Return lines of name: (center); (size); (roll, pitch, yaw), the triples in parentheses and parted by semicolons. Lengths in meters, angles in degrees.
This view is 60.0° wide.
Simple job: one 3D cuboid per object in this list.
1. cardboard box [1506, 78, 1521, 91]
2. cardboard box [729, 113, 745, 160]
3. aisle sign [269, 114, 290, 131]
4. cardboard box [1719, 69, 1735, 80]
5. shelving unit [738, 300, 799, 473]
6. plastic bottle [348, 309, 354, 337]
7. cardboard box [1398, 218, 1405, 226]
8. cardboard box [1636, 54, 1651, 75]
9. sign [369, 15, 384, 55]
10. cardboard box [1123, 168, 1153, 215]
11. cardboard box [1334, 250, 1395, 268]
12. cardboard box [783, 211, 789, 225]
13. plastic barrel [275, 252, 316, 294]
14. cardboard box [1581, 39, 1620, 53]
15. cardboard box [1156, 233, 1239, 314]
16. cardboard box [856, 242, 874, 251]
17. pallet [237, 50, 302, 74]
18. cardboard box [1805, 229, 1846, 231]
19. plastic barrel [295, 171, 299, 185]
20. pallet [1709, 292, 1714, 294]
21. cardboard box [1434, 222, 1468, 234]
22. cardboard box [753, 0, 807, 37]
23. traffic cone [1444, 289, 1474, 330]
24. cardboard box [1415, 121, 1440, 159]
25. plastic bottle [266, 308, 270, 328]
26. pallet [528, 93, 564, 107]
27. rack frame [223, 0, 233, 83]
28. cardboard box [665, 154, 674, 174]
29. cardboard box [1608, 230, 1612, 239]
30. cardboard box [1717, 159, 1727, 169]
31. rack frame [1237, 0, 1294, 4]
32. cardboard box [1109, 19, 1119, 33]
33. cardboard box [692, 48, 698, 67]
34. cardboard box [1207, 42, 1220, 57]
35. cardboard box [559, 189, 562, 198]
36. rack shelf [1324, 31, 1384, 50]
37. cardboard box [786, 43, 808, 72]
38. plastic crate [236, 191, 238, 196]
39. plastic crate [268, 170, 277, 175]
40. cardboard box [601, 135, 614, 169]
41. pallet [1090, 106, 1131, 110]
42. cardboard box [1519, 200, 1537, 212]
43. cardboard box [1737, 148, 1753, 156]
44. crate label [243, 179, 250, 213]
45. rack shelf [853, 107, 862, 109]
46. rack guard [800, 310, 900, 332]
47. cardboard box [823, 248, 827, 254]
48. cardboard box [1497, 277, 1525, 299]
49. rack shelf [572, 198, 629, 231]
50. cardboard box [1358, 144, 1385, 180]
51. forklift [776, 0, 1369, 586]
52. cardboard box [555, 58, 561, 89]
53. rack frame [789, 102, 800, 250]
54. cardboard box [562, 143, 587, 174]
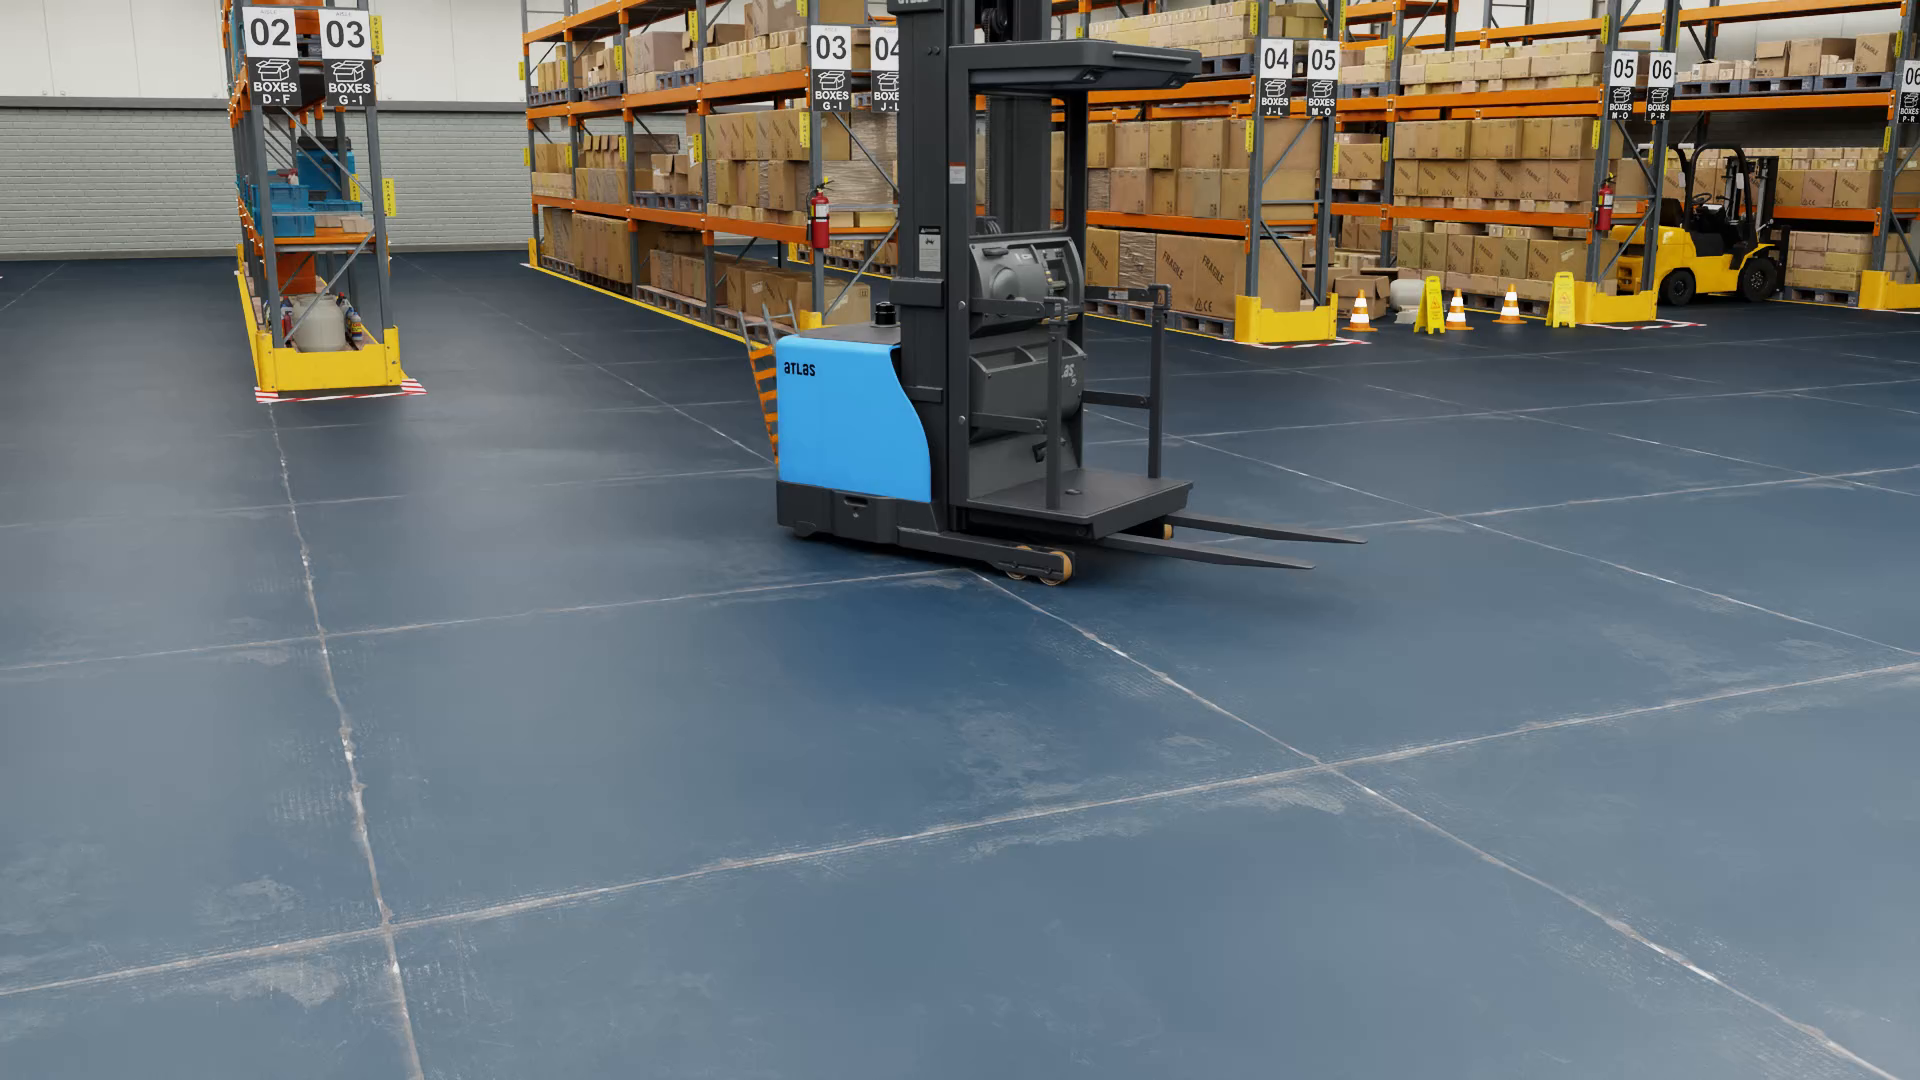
cardboard box: (7.218, -5.817, 21.254); (0.380, 0.149, 0.250); (-6, 14, -25)
cardboard box: (-2.229, -4.452, 18.353); (0.500, 0.500, 0.500); (-6, 14, -23)
aisle sign: (-11.683, -7.433, 28.569); (0.394, 0.787, 0.004); (-6, 14, -23)
cardboard box: (11.258, -6.751, 24.138); (0.380, 0.149, 0.250); (-5, 14, -21)
shelving unit: (-0.958, -0.737, 9.380); (0.189, 1.200, 0.258); (-12, 4, 38)
plastic bottle: (-6.092, -2.178, 16.705); (0.097, 0.271, 0.097); (0, 13, 0)
cardboard box: (8.460, -5.978, 31.220); (0.380, 0.149, 0.250); (-6, 14, -23)
cardboard box: (8.147, -5.823, 20.399); (0.500, 0.250, 0.500); (-6, 14, -24)
sign: (-5.008, -4.334, 14.272); (0.100, 0.325, 0.005); (-6, 14, -23)
cardboard box: (2.516, -4.285, 20.398); (0.875, 0.550, 0.550); (-6, 14, -23)
cardboard box: (5.999, -4.169, 25.128); (0.950, 0.372, 0.625); (-5, 14, -19)
cardboard box: (-1.612, -3.337, 17.191); (0.380, 0.149, 0.250); (-6, 14, -23)
plastic barrel: (-8.930, -3.719, 22.169); (0.600, 0.830, 0.708); (-6, 14, -23)
cardboard box: (7.699, -5.933, 19.988); (0.380, 0.149, 0.250); (-5, 14, -22)
cardboard box: (2.923, -3.179, 19.735); (0.875, 0.875, 0.875); (-6, 14, -24)
cardboard box: (-1.615, -5.170, 29.289); (0.380, 0.149, 0.250); (-5, 14, -22)
pallet: (-6.737, -4.875, 17.048); (1.213, 0.211, 1.003); (-6, 14, -23)
cardboard box: (12.238, -4.287, 23.689); (0.500, 0.250, 0.500); (-6, 14, -23)
plastic barrel: (-7.298, -3.930, 18.895); (0.433, 0.535, 0.433); (0, 13, 0)
pallet: (11.329, -3.911, 25.300); (1.003, 0.211, 1.213); (-6, 14, -23)
cardboard box: (6.694, -4.251, 22.651); (0.380, 0.149, 0.250); (-5, 14, -21)
cardboard box: (-1.828, -5.463, 17.179); (0.500, 0.500, 0.500); (-6, 14, -23)
traffic cone: (5.870, -2.728, 19.631); (0.336, 0.463, 0.334); (-6, 14, -23)
cardboard box: (6.665, -5.451, 22.672); (0.700, 0.500, 0.500); (-6, 14, -23)
plastic bottle: (-6.852, -2.200, 16.624); (0.144, 0.351, 0.185); (-5, 14, -21)
pallet: (-7.078, -7.839, 29.630); (1.003, 0.211, 1.213); (-6, 14, -23)
rack frame: (-10.321, -8.222, 24.436); (1.000, 3.000, 0.127); (-6, 14, -23)
cardboard box: (-3.612, -4.959, 22.490); (0.700, 0.500, 0.500); (-3, 13, -15)
cardboard box: (10.830, -4.592, 26.394); (0.875, 0.625, 0.625); (-5, 14, -20)
cardboard box: (11.305, -5.496, 24.304); (0.380, 0.149, 0.250); (-6, 14, -24)
rack frame: (4.900, -8.738, 26.666); (1.000, 3.000, 0.127); (-6, 14, -23)
cardboard box: (2.046, -6.291, 20.380); (0.380, 0.149, 0.250); (-6, 14, -23)
cardboard box: (-3.046, -5.879, 20.334); (0.396, 0.266, 0.258); (-5, 14, -21)
cardboard box: (2.962, -5.430, 18.429); (0.380, 0.149, 0.250); (-5, 14, -22)
cardboard box: (-6.514, -5.817, 27.907); (0.380, 0.149, 0.250); (-5, 14, -22)
rack shelf: (7.043, -10.074, 34.044); (1.077, 0.370, 4.000); (-6, 14, -23)
cardboard box: (-1.401, -4.732, 16.343); (0.500, 0.250, 0.500); (-5, 14, -22)
plastic crate: (-12.073, -5.872, 28.039); (0.250, 0.136, 0.298); (-6, 14, -23)
plastic crate: (-11.618, -6.119, 28.446); (0.616, 0.435, 0.499); (-6, 14, -23)
cardboard box: (-4.991, -5.883, 25.188); (0.797, 0.503, 0.637); (-5, 14, -21)
pallet: (2.980, -8.229, 31.319); (1.003, 0.211, 1.213); (-6, 14, -23)
cardboard box: (7.342, -4.245, 21.118); (0.380, 0.149, 0.250); (-5, 14, -22)
cardboard box: (11.493, -5.596, 24.075); (0.380, 0.149, 0.250); (-6, 14, -23)
crate label: (-8.568, -4.260, 20.545); (0.502, 0.435, 0.616); (-6, 14, -23)
rack shelf: (-1.998, -7.697, 30.419); (1.077, 0.370, 4.000); (-6, 14, -23)
rack guard: (-1.006, -2.065, 16.683); (1.175, 0.500, 0.348); (-6, 14, -23)
cardboard box: (-2.386, -5.415, 31.004); (0.380, 0.149, 0.250); (-6, 14, -26)
cardboard box: (7.334, -3.278, 21.546); (0.500, 0.250, 0.500); (-6, 14, -23)
rack shelf: (-4.981, -4.983, 25.341); (1.077, 0.370, 4.000); (-6, 14, -23)
cardboard box: (6.107, -5.461, 24.002); (0.500, 0.500, 0.500); (-6, 14, -24)
forklift: (0.511, -1.346, 8.185); (3.031, 2.935, 1.130); (9, 16, 34)
cardboard box: (-6.362, -7.777, 27.794); (0.700, 0.500, 0.500); (-5, 14, -20)
rack frame: (-2.800, -7.000, 32.462); (1.000, 3.000, 0.127); (-6, 14, -23)
cardboard box: (-6.212, -6.254, 27.250); (0.500, 0.500, 0.500); (-5, 14, -21)
